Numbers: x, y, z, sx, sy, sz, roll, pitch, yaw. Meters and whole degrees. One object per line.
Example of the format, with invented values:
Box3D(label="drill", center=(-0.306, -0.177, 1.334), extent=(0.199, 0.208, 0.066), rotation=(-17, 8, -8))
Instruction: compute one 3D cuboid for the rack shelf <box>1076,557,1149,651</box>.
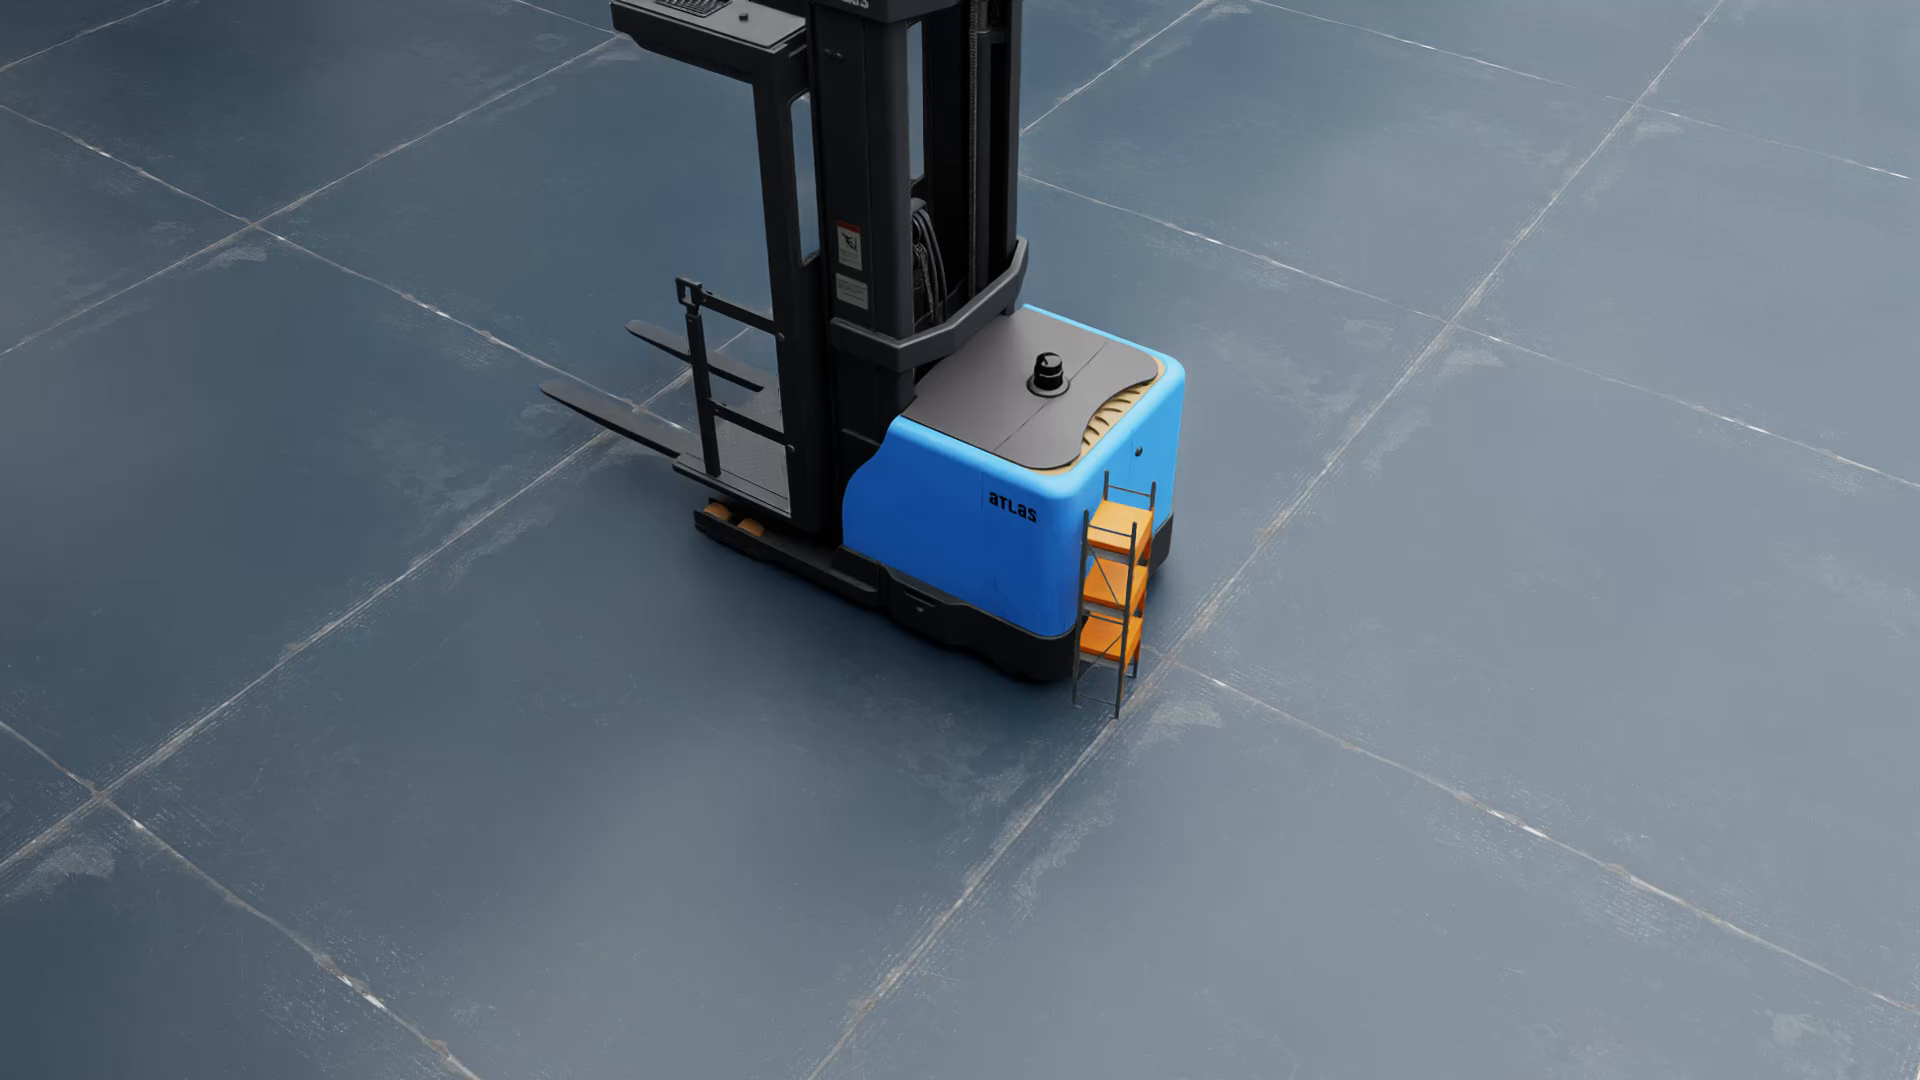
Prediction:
Box3D(label="rack shelf", center=(0.591, 0.236, 6.463), extent=(0.215, 0.259, 0.240), rotation=(15, 44, 16))

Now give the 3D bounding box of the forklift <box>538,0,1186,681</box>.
Box3D(label="forklift", center=(-0.584, -1.290, 6.742), extent=(3.031, 2.935, 1.130), rotation=(24, 47, 24))

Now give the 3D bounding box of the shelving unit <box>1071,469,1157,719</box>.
Box3D(label="shelving unit", center=(0.591, 0.228, 6.456), extent=(0.215, 1.050, 0.252), rotation=(15, 44, 16))

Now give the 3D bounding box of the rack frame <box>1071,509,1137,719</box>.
Box3D(label="rack frame", center=(0.546, 0.304, 6.371), extent=(0.200, 1.050, 0.008), rotation=(15, 44, 16))

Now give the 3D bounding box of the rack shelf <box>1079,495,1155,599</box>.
Box3D(label="rack shelf", center=(0.591, 0.025, 6.274), extent=(0.215, 0.259, 0.240), rotation=(15, 44, 16))

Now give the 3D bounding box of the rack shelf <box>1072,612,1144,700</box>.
Box3D(label="rack shelf", center=(0.591, 0.443, 6.648), extent=(0.215, 0.259, 0.240), rotation=(15, 44, 16))

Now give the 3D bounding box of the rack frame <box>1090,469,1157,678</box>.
Box3D(label="rack frame", center=(0.636, 0.153, 6.540), extent=(0.200, 1.050, 0.008), rotation=(15, 44, 16))
